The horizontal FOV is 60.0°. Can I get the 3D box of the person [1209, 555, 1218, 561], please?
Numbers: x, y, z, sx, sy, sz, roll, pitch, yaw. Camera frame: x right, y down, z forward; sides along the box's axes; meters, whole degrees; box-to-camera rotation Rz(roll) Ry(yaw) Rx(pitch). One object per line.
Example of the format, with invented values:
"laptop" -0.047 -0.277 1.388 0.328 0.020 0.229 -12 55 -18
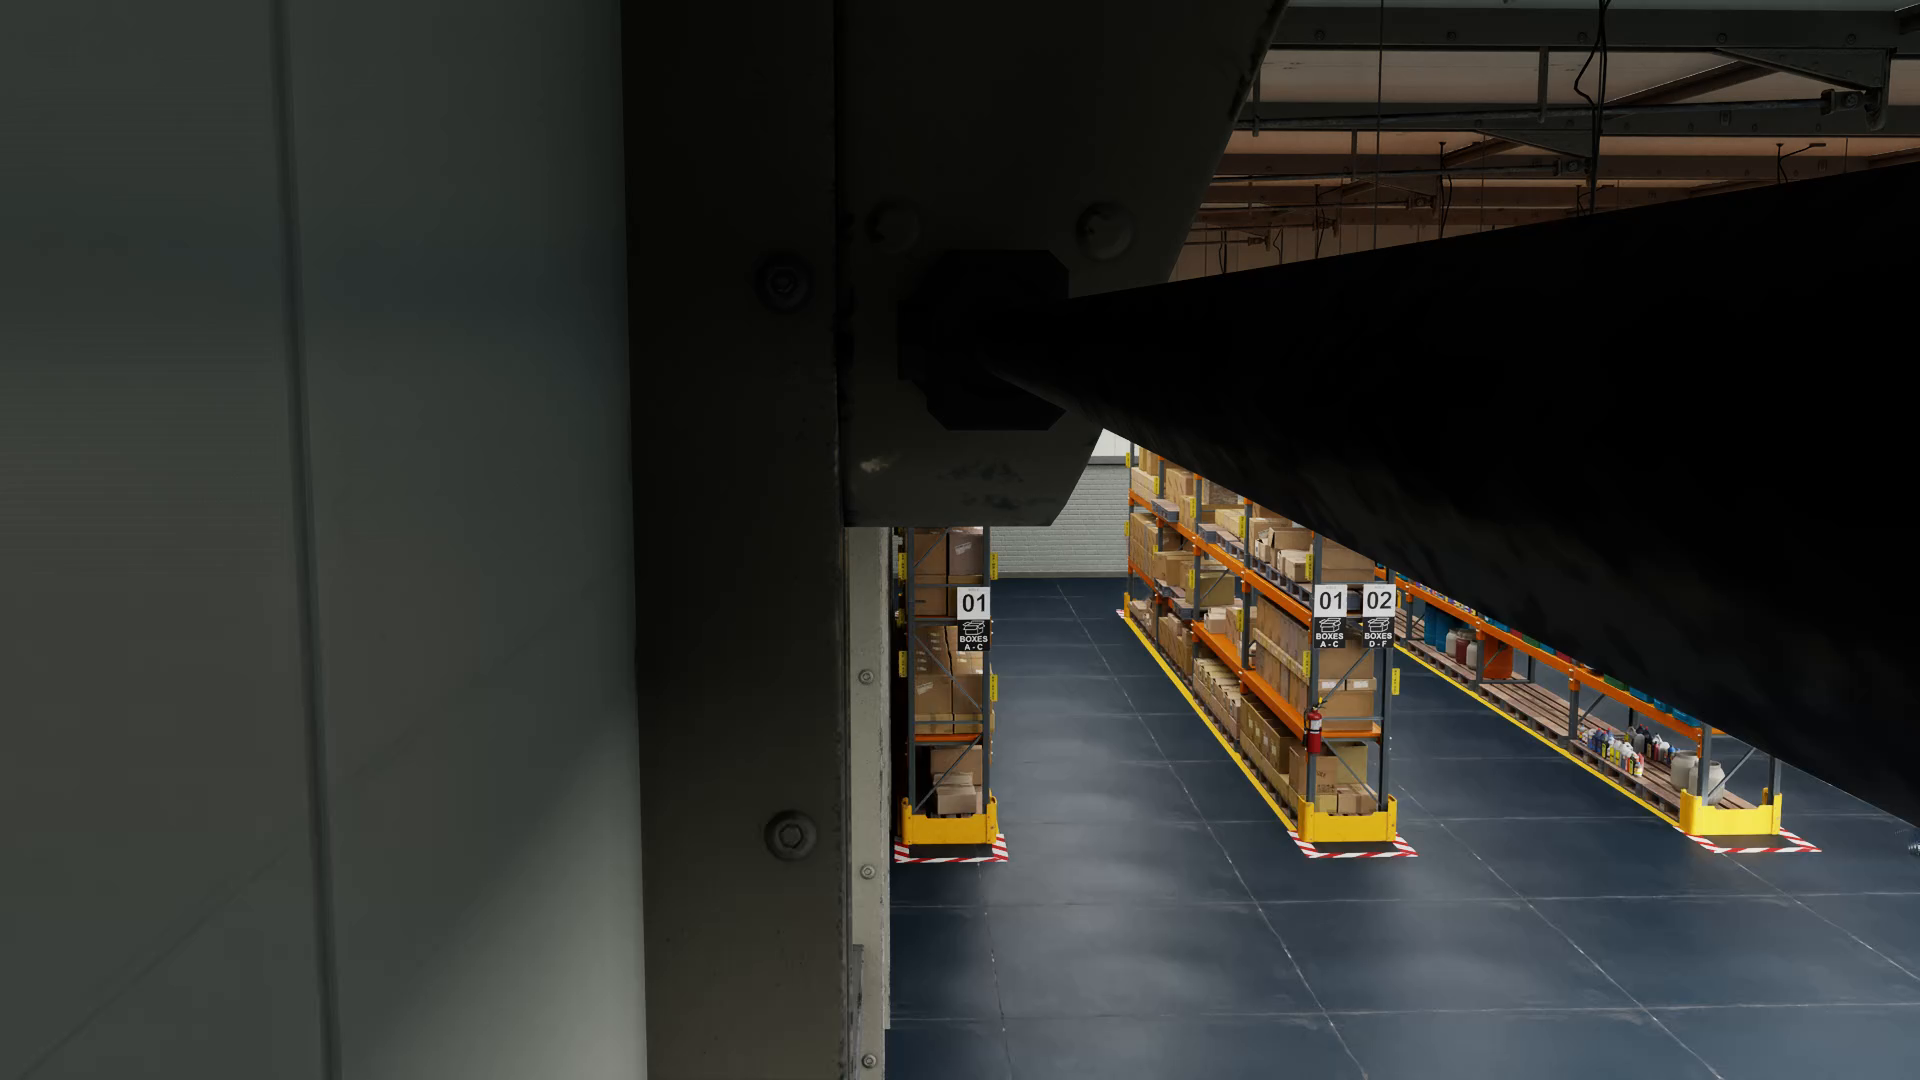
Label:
"person" 5.618 0.797 36.793 0.693 1.694 0.539 -6 10 -41
